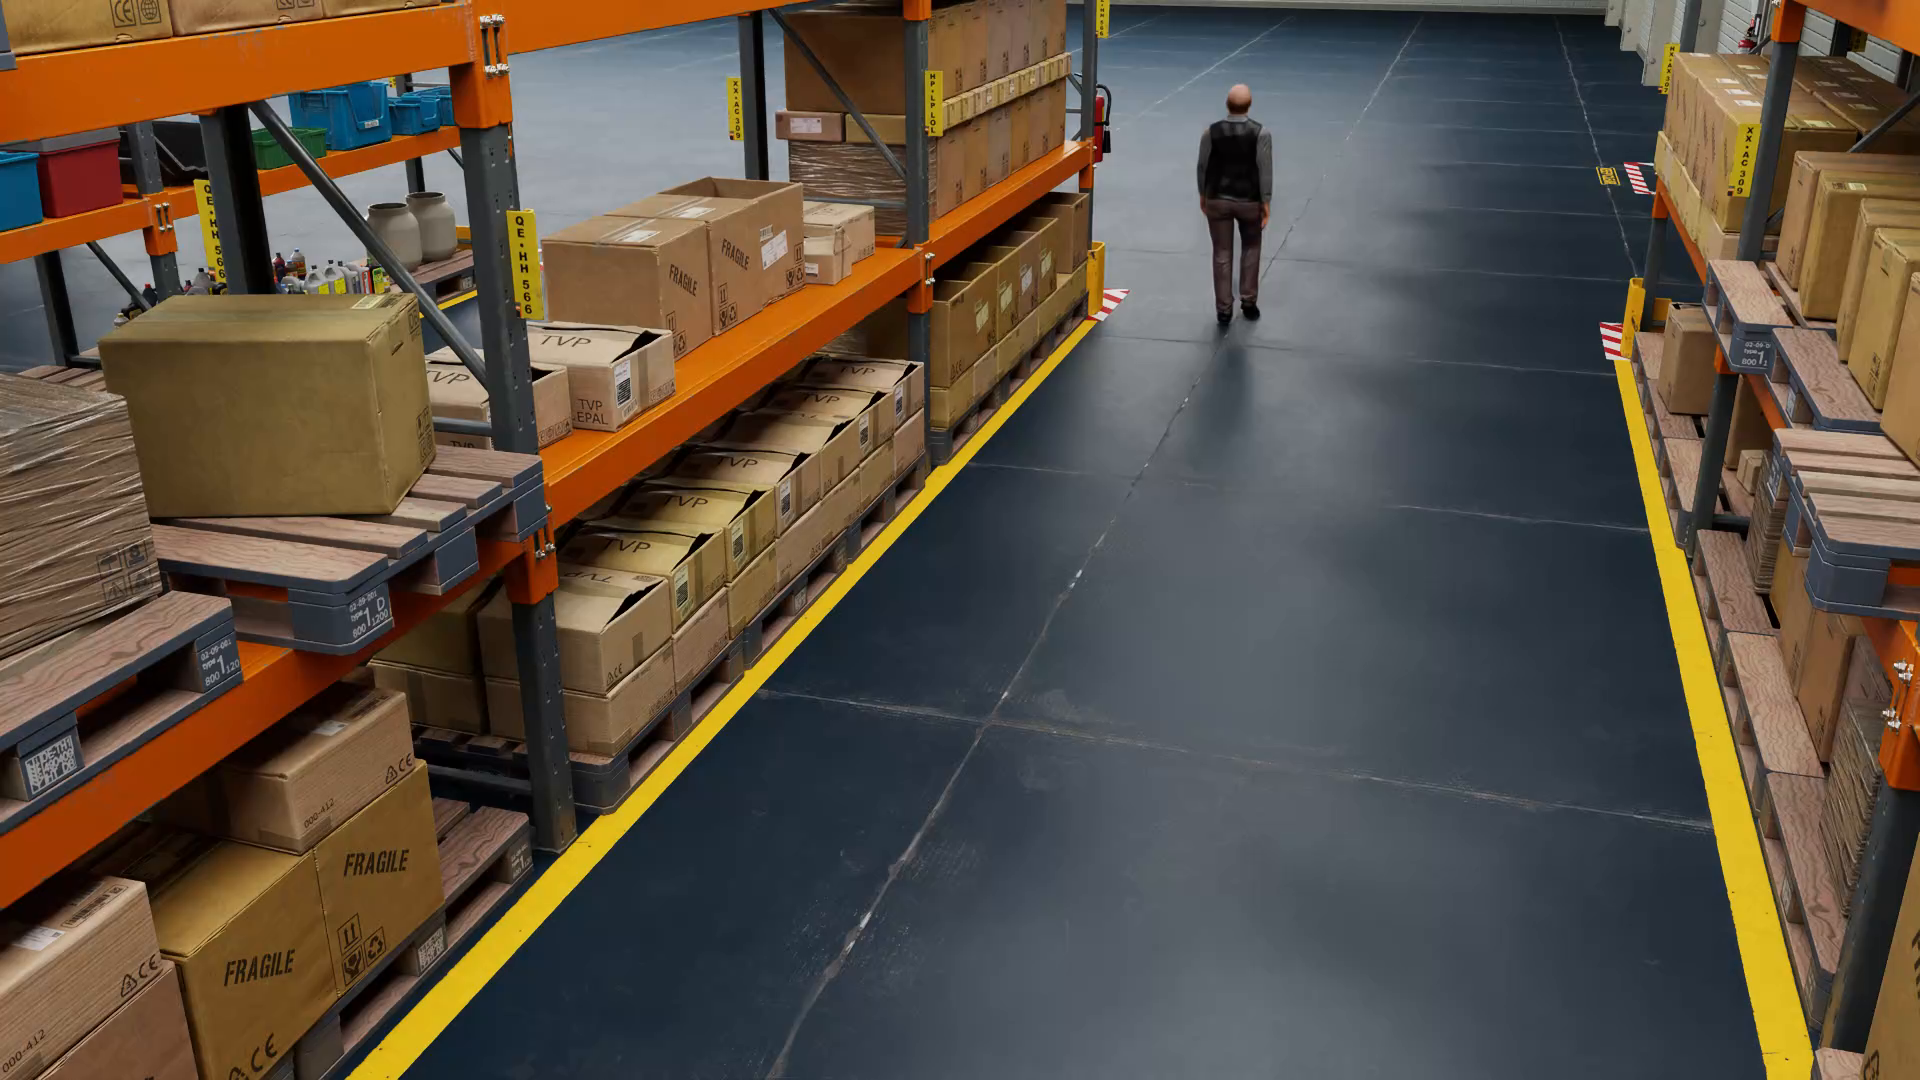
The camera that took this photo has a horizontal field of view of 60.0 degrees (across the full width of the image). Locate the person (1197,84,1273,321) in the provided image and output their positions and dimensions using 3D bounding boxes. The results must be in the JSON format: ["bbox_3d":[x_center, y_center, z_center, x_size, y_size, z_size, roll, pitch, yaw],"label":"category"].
[{"bbox_3d":[2.028,-2.476,12.354,0.561,1.781,0.608,4,22,10],"label":"person"}]
